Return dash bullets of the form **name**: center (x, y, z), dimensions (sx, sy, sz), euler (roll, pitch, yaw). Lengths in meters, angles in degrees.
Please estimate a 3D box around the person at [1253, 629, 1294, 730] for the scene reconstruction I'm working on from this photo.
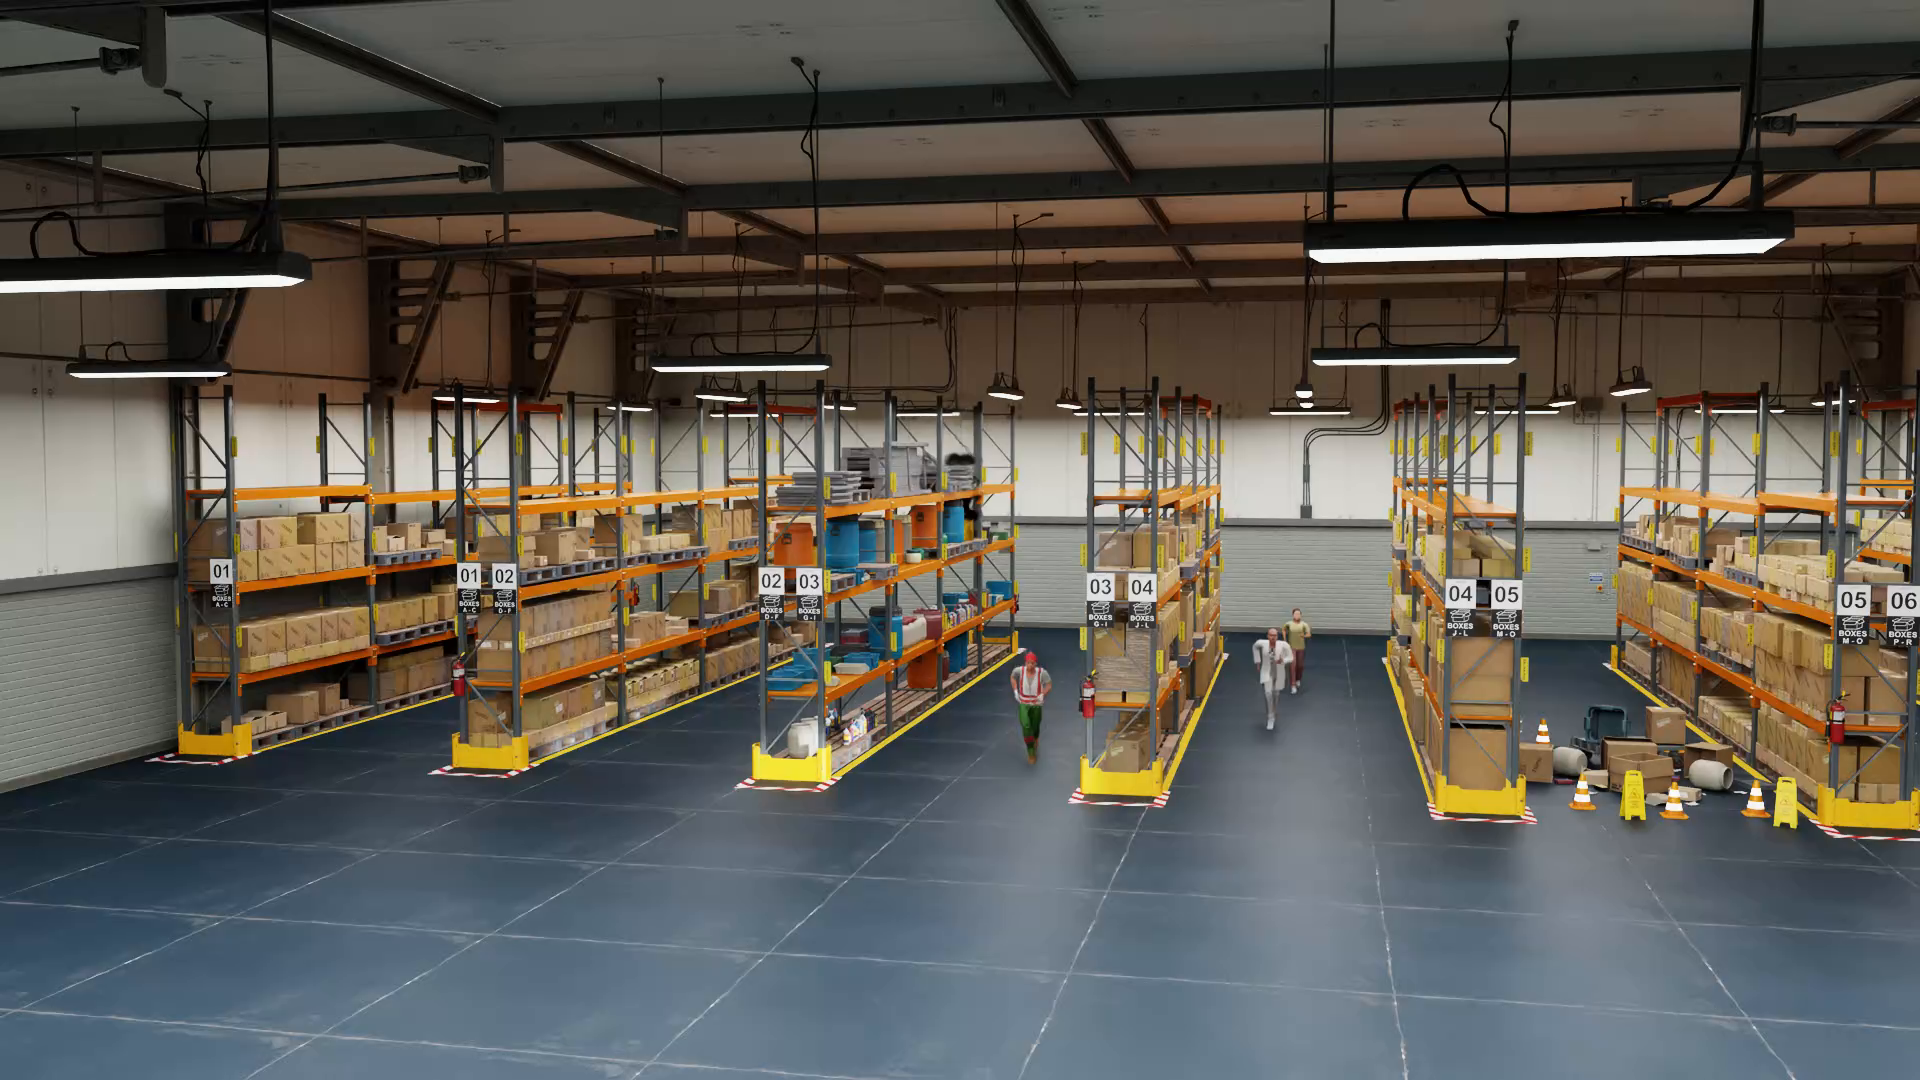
- **person**: center (5.616, 2.465, 29.884), dimensions (0.703, 1.801, 1.076), euler (0, 3, 5)

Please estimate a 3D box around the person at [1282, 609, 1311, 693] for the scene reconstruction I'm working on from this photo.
- **person**: center (6.886, 2.239, 34.007), dimensions (0.568, 1.678, 0.940), euler (0, 3, 7)

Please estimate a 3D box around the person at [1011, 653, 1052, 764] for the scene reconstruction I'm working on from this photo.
- **person**: center (1.150, 2.660, 26.753), dimensions (0.670, 1.780, 0.996), euler (0, 3, 8)
